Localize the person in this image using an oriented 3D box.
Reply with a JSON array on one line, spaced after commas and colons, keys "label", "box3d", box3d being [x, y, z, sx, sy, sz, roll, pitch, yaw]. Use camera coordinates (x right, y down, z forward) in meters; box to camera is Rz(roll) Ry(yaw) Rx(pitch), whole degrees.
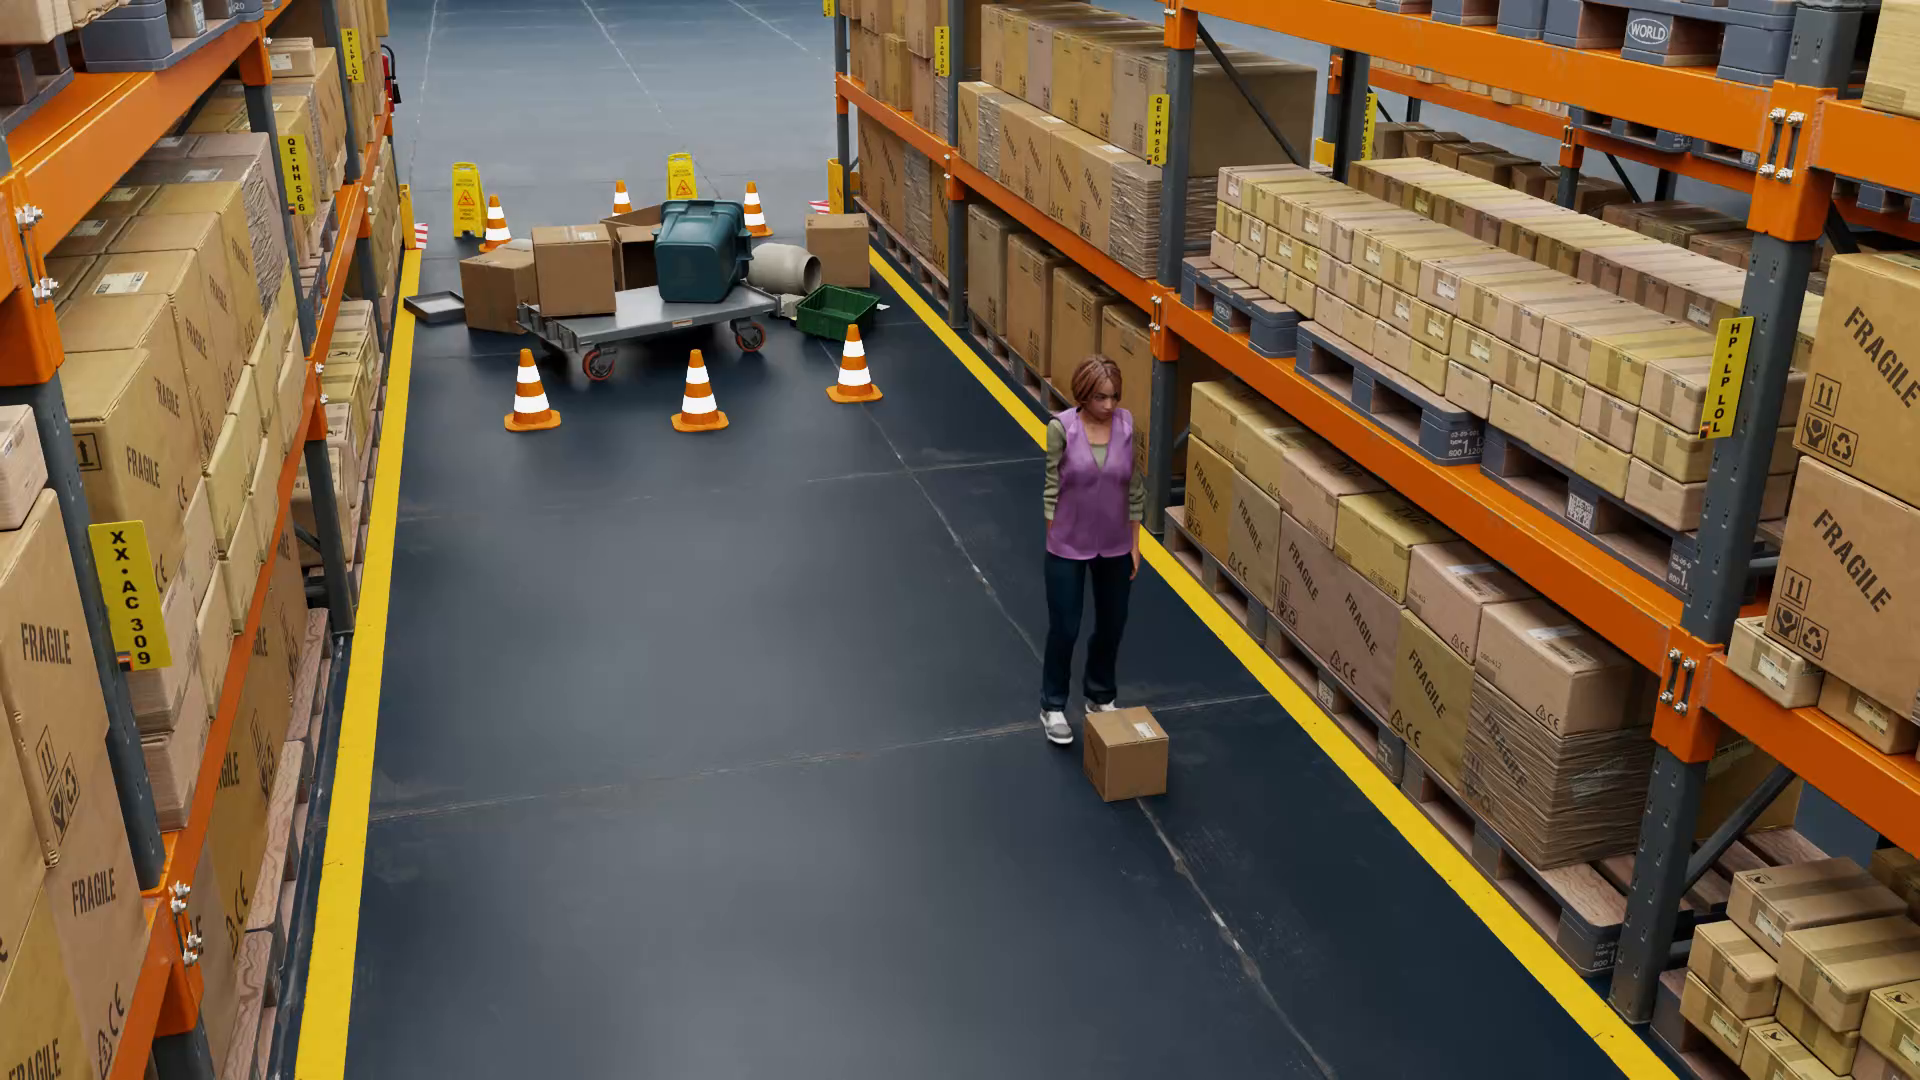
[{"label": "person", "box3d": [0.522, 0.039, 6.535, 0.407, 1.598, 0.302, -6, 24, -13]}]
